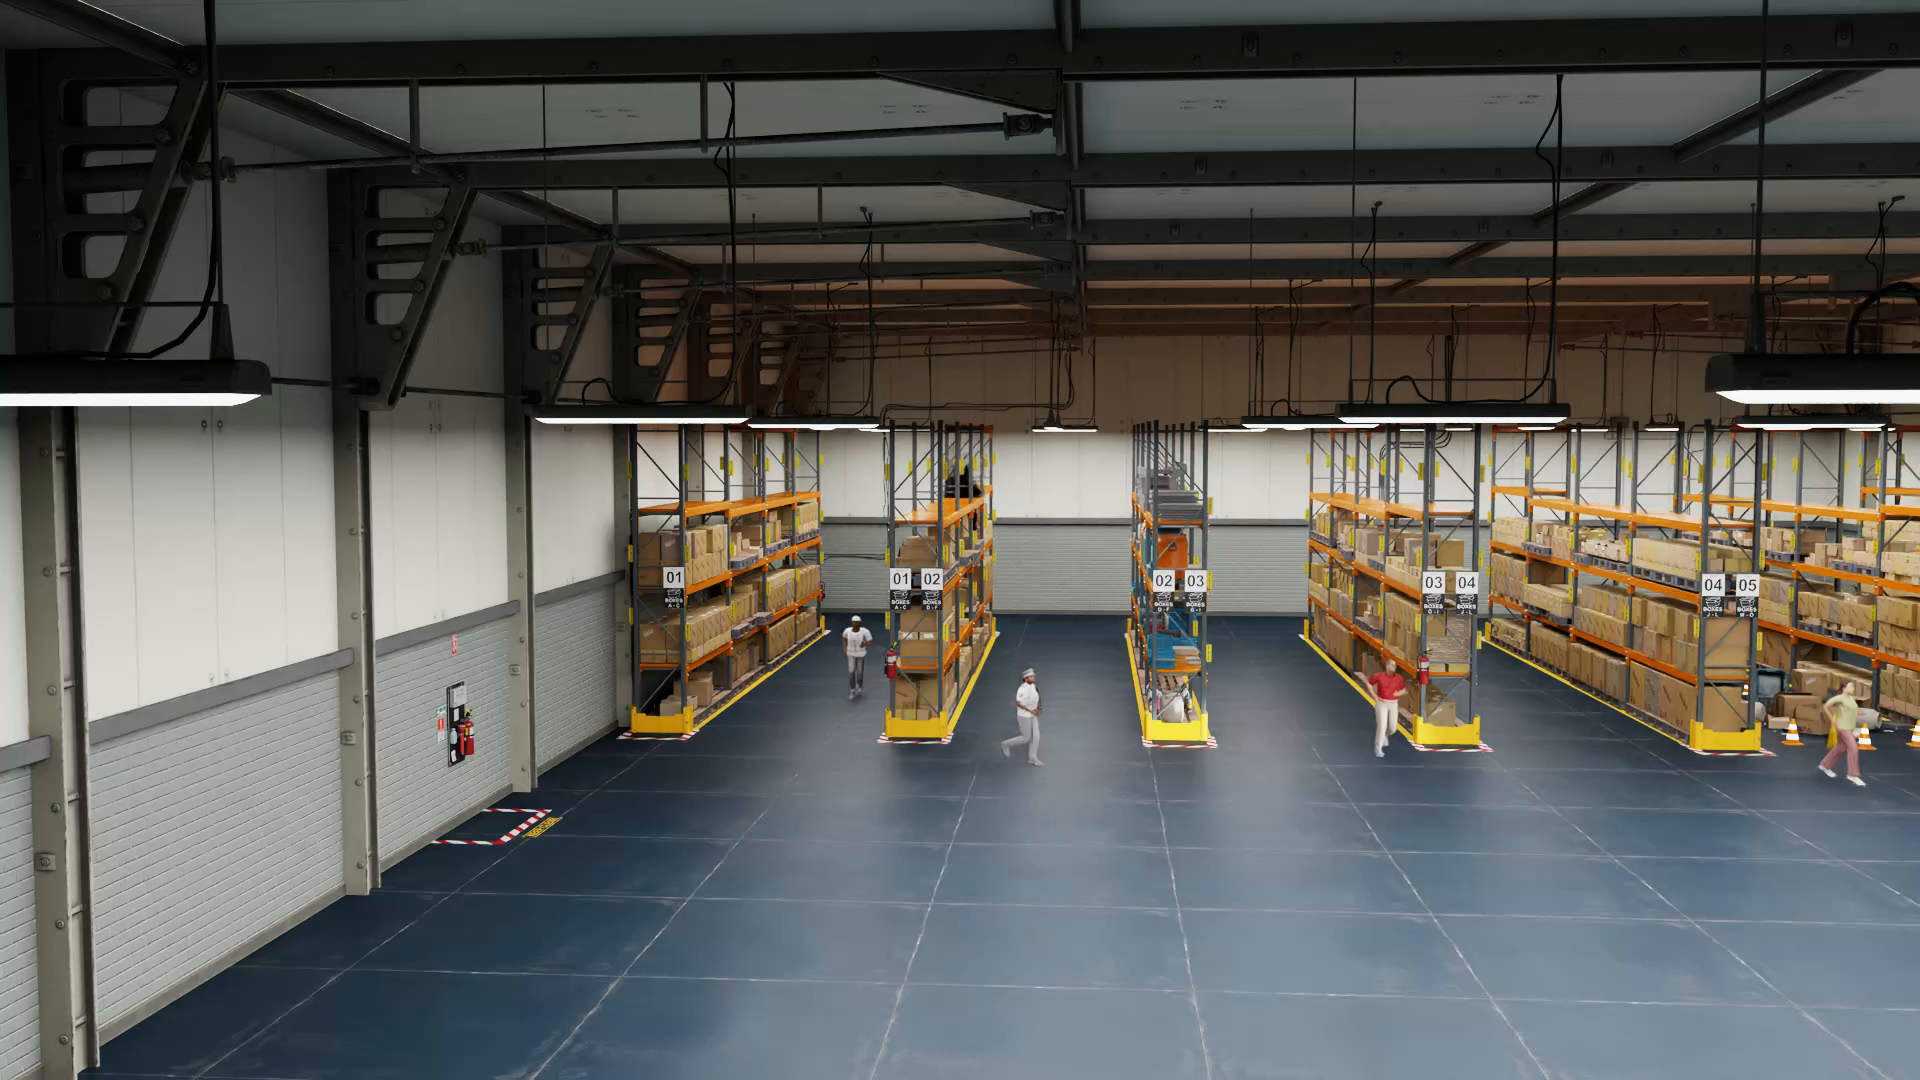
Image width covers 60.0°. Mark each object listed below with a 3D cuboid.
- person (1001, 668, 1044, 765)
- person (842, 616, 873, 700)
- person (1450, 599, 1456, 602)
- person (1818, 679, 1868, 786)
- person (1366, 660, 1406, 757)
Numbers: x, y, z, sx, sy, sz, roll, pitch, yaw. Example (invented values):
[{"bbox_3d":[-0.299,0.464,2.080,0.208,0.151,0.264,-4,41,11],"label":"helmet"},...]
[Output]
[{"bbox_3d":[1.132,3.064,28.991,0.756,1.696,0.586,2,4,31],"label":"person"},{"bbox_3d":[-2.242,2.548,36.313,0.681,1.819,0.789,0,4,1],"label":"person"},{"bbox_3d":[13.377,2.058,44.381,0.744,1.744,0.699,1,4,9],"label":"person"},{"bbox_3d":[14.554,3.136,27.366,0.554,1.705,0.835,-3,5,-37],"label":"person"},{"bbox_3d":[7.718,3.008,29.984,0.690,1.705,0.853,-1,4,-9],"label":"person"}]
